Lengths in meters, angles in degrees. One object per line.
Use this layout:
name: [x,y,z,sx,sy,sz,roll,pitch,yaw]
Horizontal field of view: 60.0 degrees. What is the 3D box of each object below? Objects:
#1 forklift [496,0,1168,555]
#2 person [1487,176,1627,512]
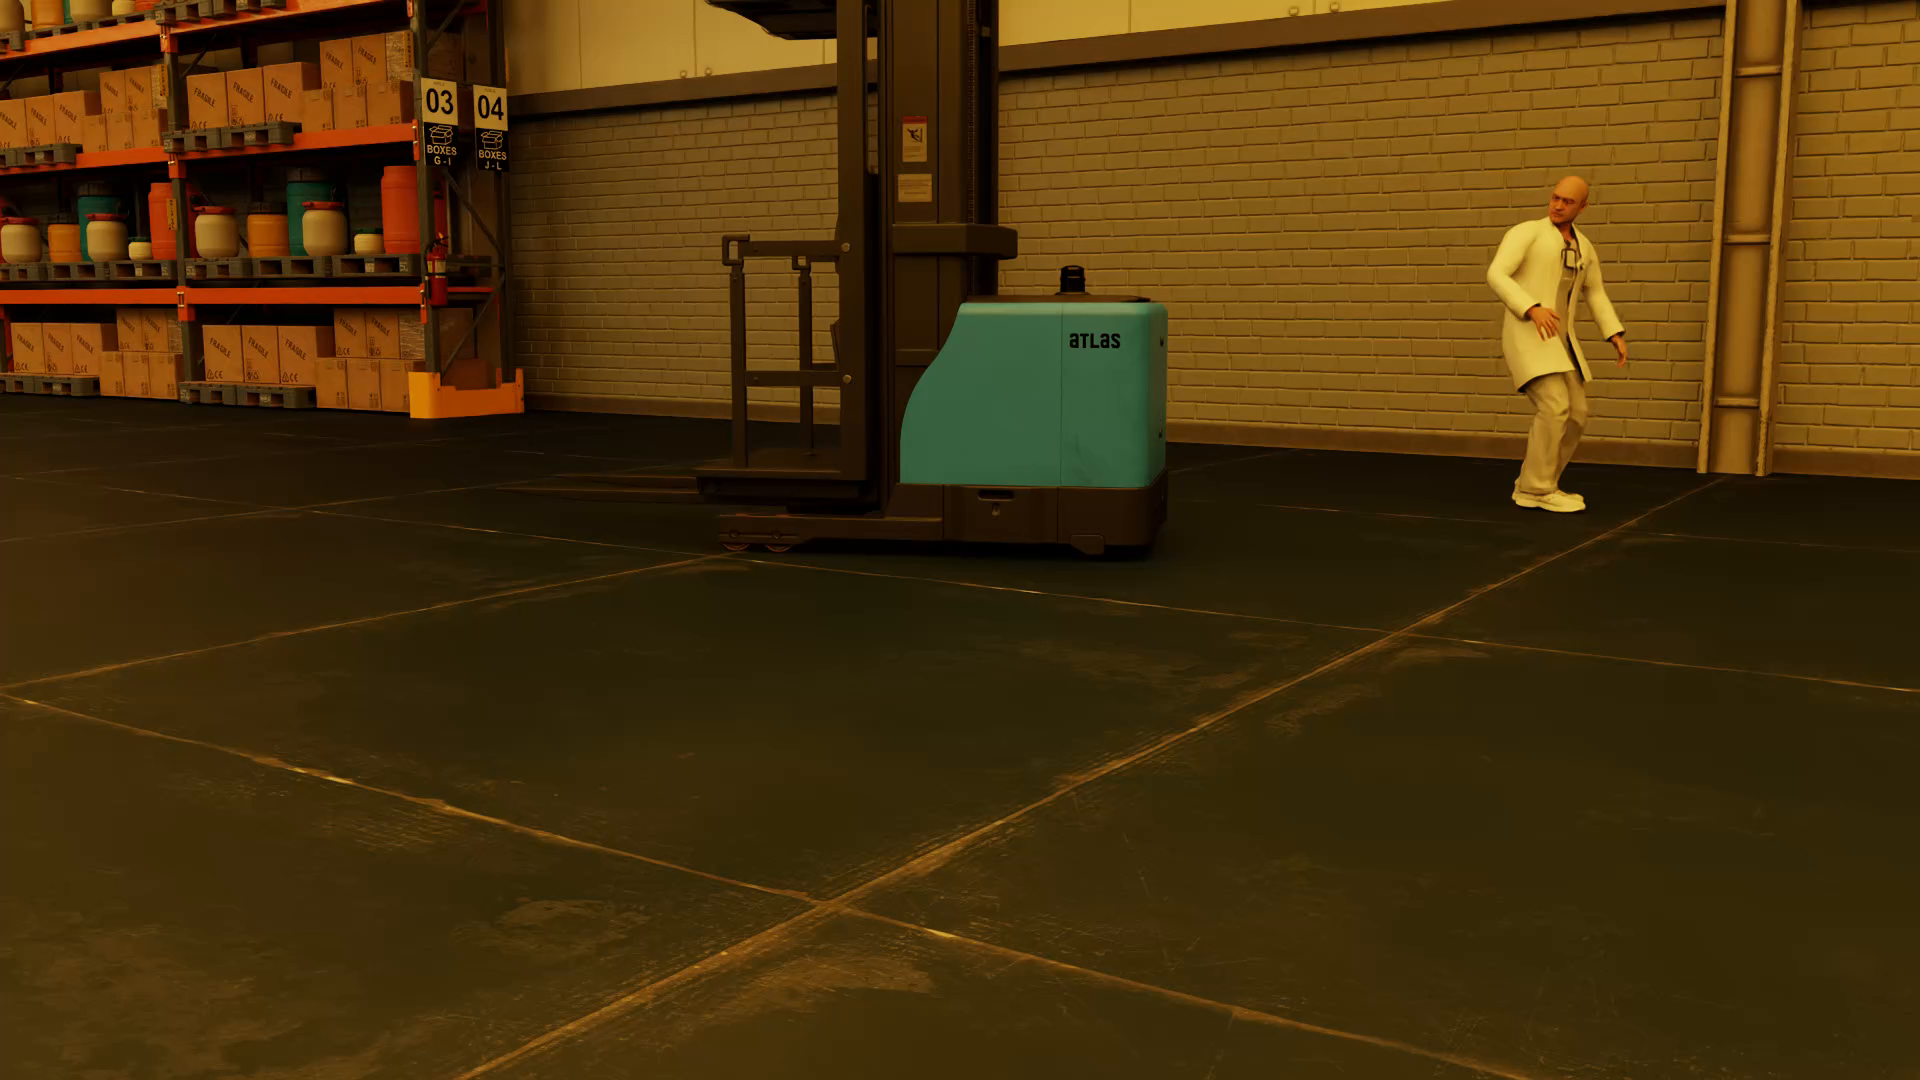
forklift: [-0.596,-1.469,7.520,3.031,2.935,1.130,2,8,12]
person: [3.155,-1.021,8.718,0.799,1.732,0.548,-6,10,-35]
